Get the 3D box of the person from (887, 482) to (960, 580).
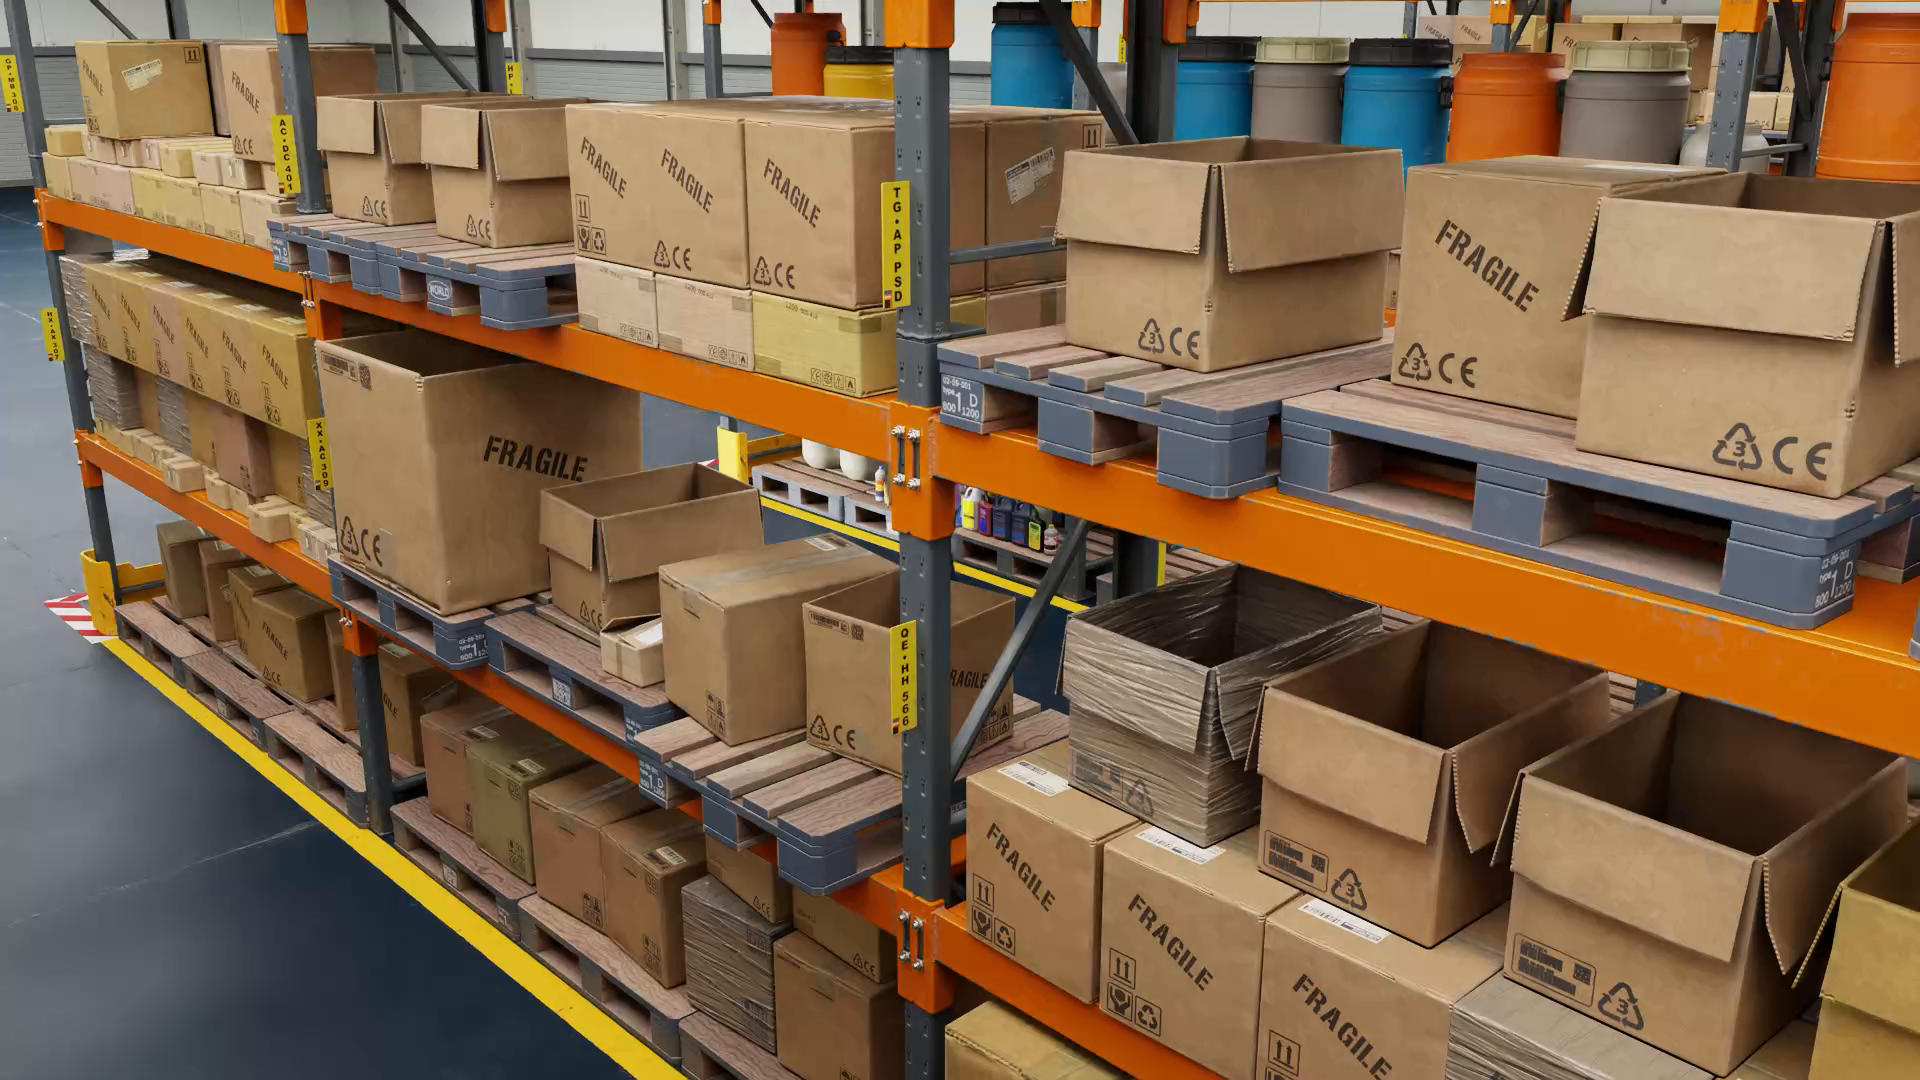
[{"bbox_3d":[-0.217,-0.223,10.781,0.441,1.587,0.466,13,22,36],"label":"person"}]
